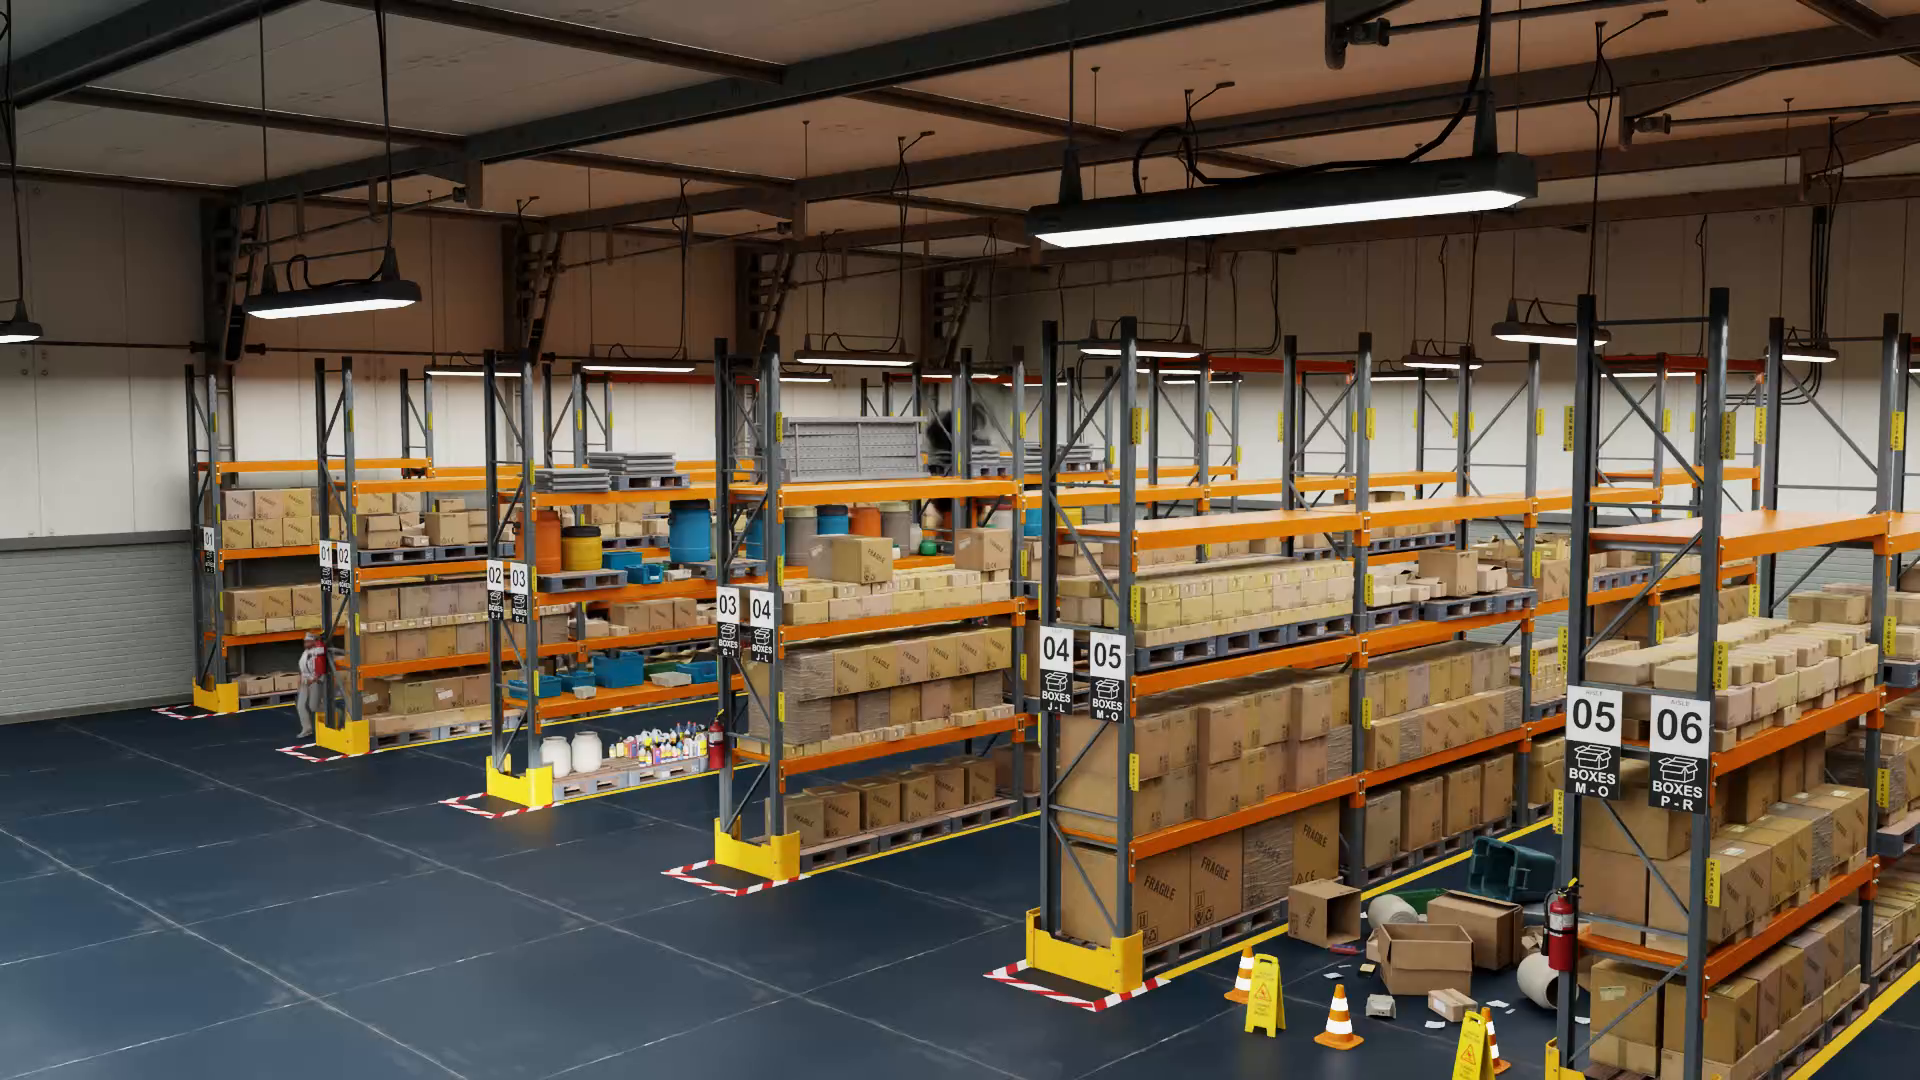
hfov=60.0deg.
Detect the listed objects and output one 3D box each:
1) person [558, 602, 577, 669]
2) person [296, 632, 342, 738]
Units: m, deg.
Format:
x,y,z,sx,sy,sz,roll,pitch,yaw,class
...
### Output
x,y,z,sx,sy,sz,roll,pitch,yaw,class
-7.089,1.971,30.455,0.710,1.730,0.780,3,6,38,person
-10.330,2.307,26.674,0.593,1.676,0.769,3,5,34,person
